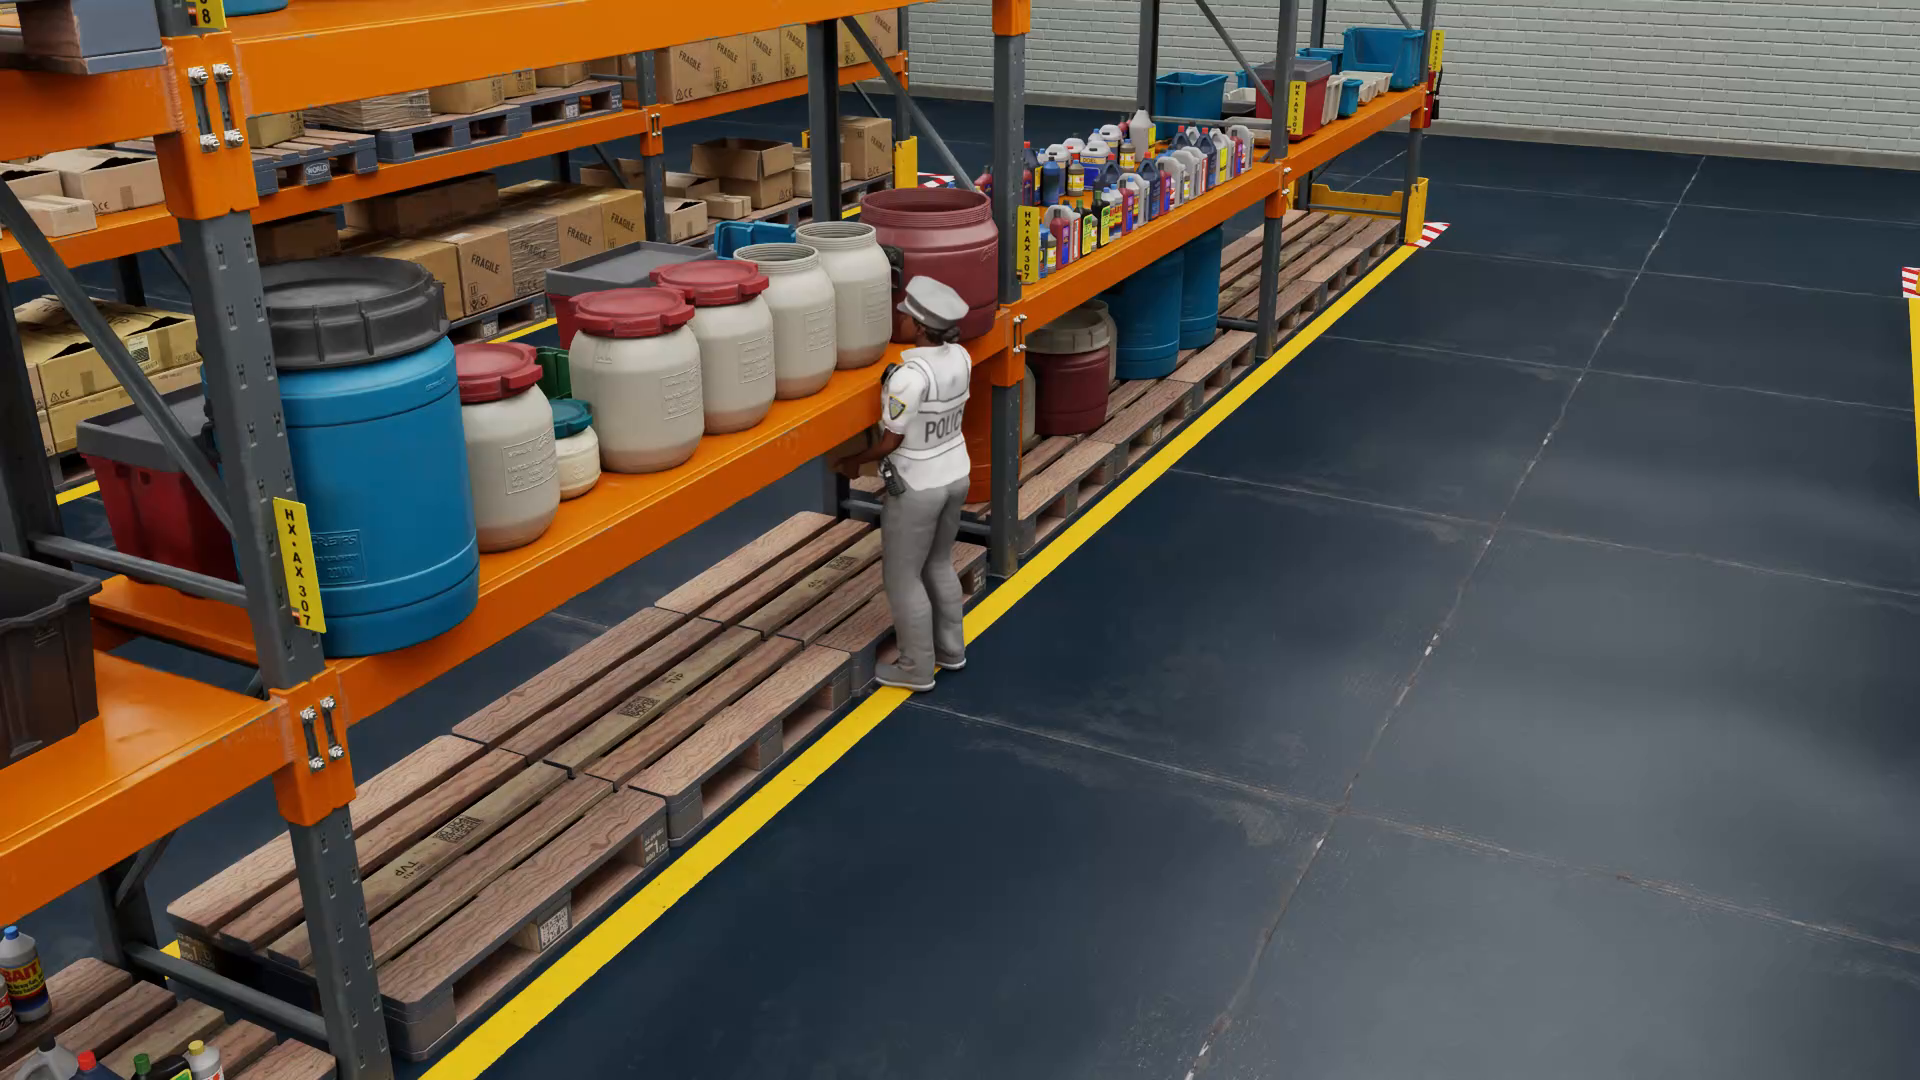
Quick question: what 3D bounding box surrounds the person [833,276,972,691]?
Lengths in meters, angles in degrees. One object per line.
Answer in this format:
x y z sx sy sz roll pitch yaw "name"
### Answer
-0.209 -0.233 6.608 0.532 1.690 0.450 14 26 29 "person"
